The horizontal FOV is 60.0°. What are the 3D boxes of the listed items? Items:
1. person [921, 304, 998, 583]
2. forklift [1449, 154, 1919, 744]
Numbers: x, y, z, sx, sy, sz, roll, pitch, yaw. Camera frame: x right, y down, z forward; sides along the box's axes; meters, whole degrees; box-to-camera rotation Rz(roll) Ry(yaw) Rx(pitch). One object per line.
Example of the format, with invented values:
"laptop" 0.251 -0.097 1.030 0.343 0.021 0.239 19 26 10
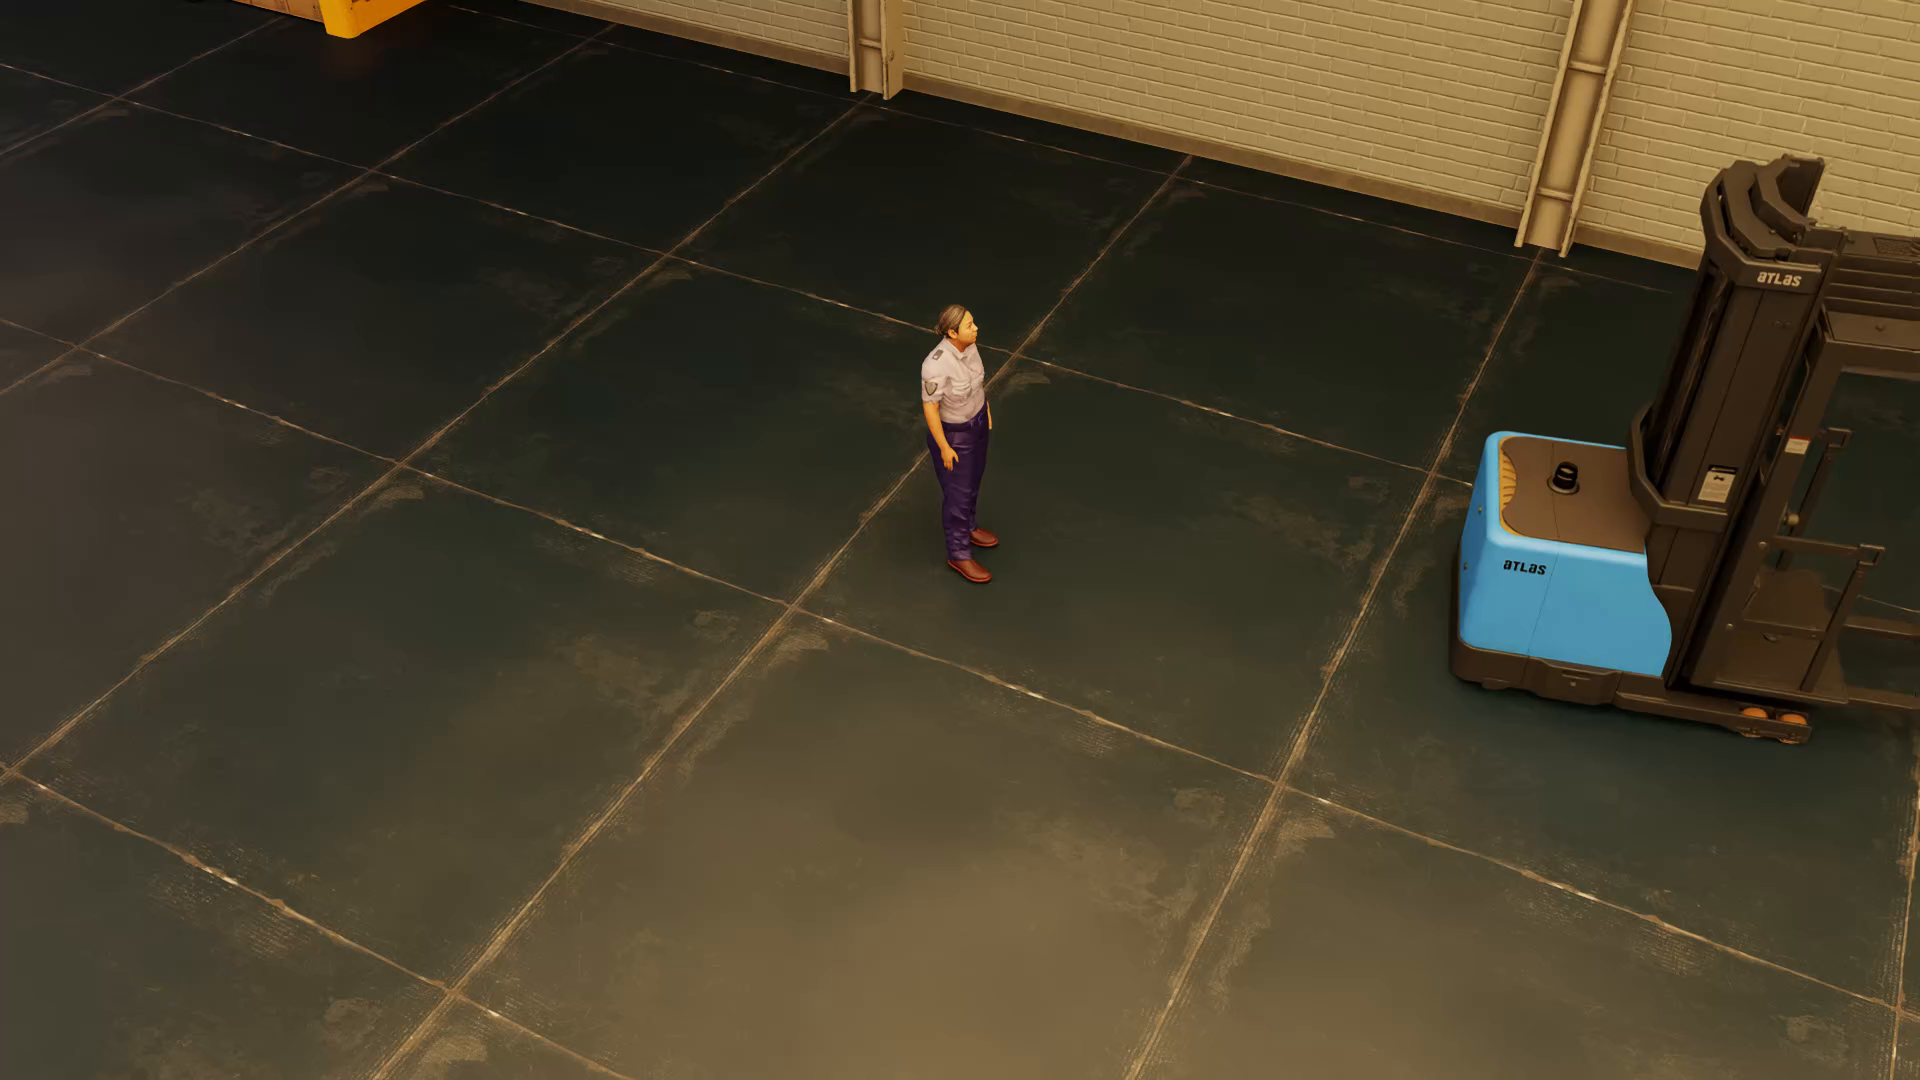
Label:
"person" 0.069 -0.590 9.683 0.502 1.638 0.598 18 43 21
"forklift" 4.312 -0.402 8.463 3.031 2.935 1.130 9 41 10
